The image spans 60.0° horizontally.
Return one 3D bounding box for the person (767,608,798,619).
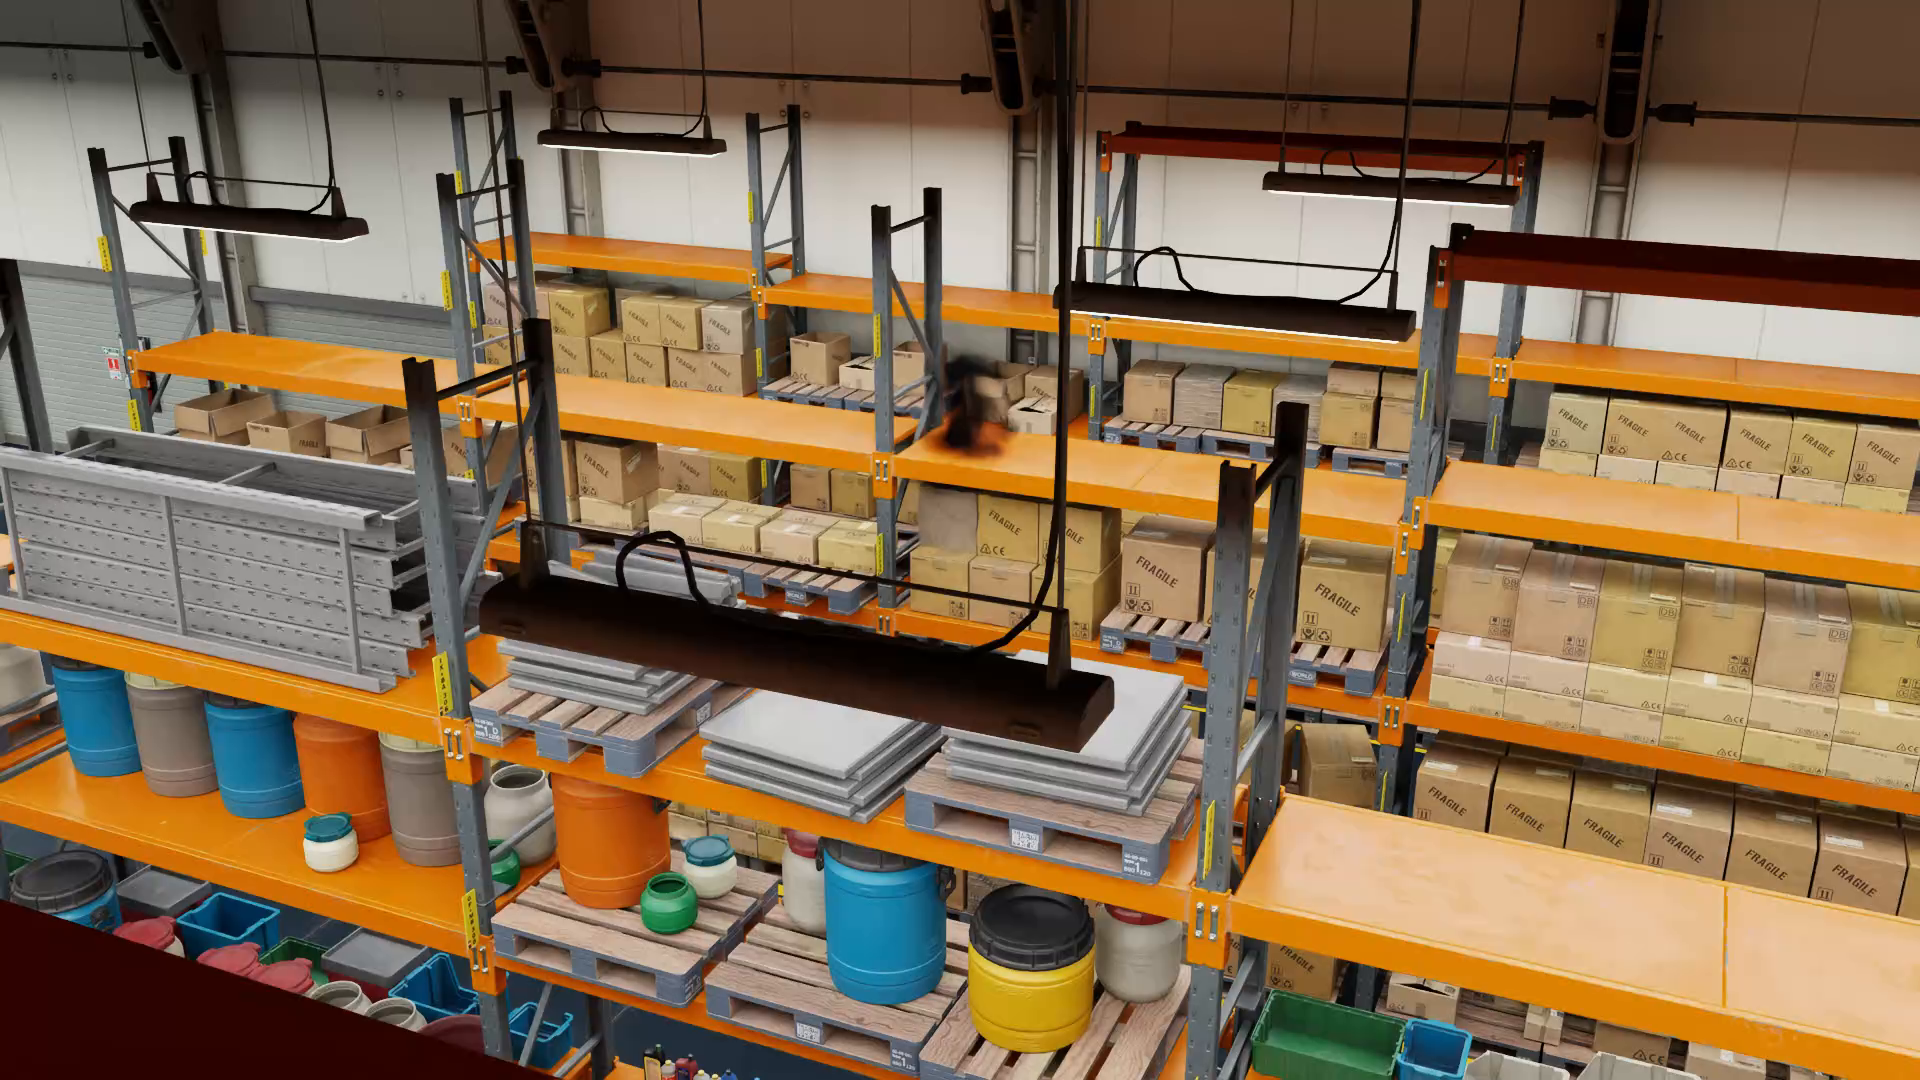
[{"bbox_3d":[-1.699,1.322,16.673,0.950,1.767,0.647,6,21,16],"label":"person"}]
